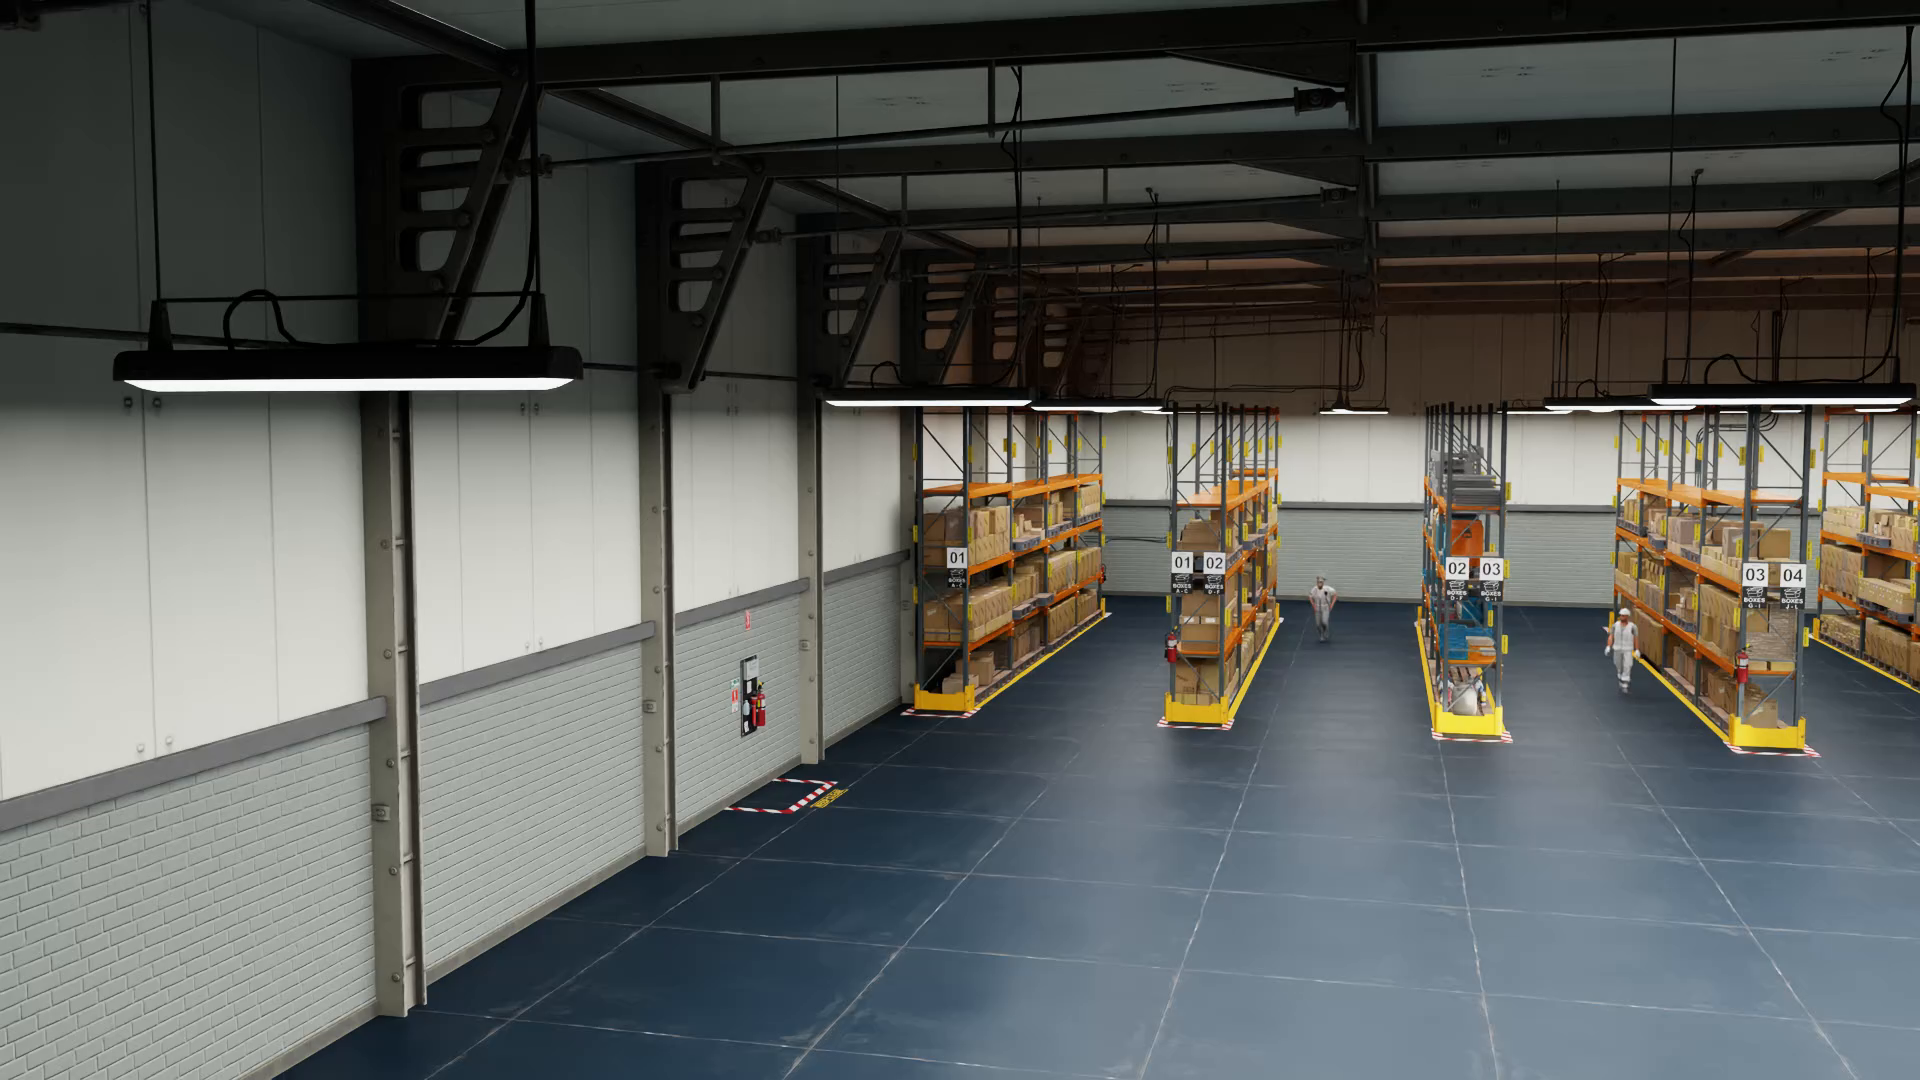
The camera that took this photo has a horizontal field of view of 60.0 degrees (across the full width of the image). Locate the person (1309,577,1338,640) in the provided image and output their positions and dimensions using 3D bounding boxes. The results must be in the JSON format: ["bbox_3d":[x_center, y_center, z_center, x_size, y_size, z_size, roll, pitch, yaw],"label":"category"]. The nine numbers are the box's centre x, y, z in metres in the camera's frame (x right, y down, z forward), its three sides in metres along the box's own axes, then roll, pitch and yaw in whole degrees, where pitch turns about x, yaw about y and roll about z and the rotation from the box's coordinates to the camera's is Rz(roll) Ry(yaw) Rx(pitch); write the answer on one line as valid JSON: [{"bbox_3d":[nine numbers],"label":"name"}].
[{"bbox_3d":[9.280,1.752,42.491,0.704,1.678,0.723,2,5,24],"label":"person"}]

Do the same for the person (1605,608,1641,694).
[{"bbox_3d":[13.724,2.282,34.470,0.649,1.718,1.049,3,5,33],"label":"person"}]
